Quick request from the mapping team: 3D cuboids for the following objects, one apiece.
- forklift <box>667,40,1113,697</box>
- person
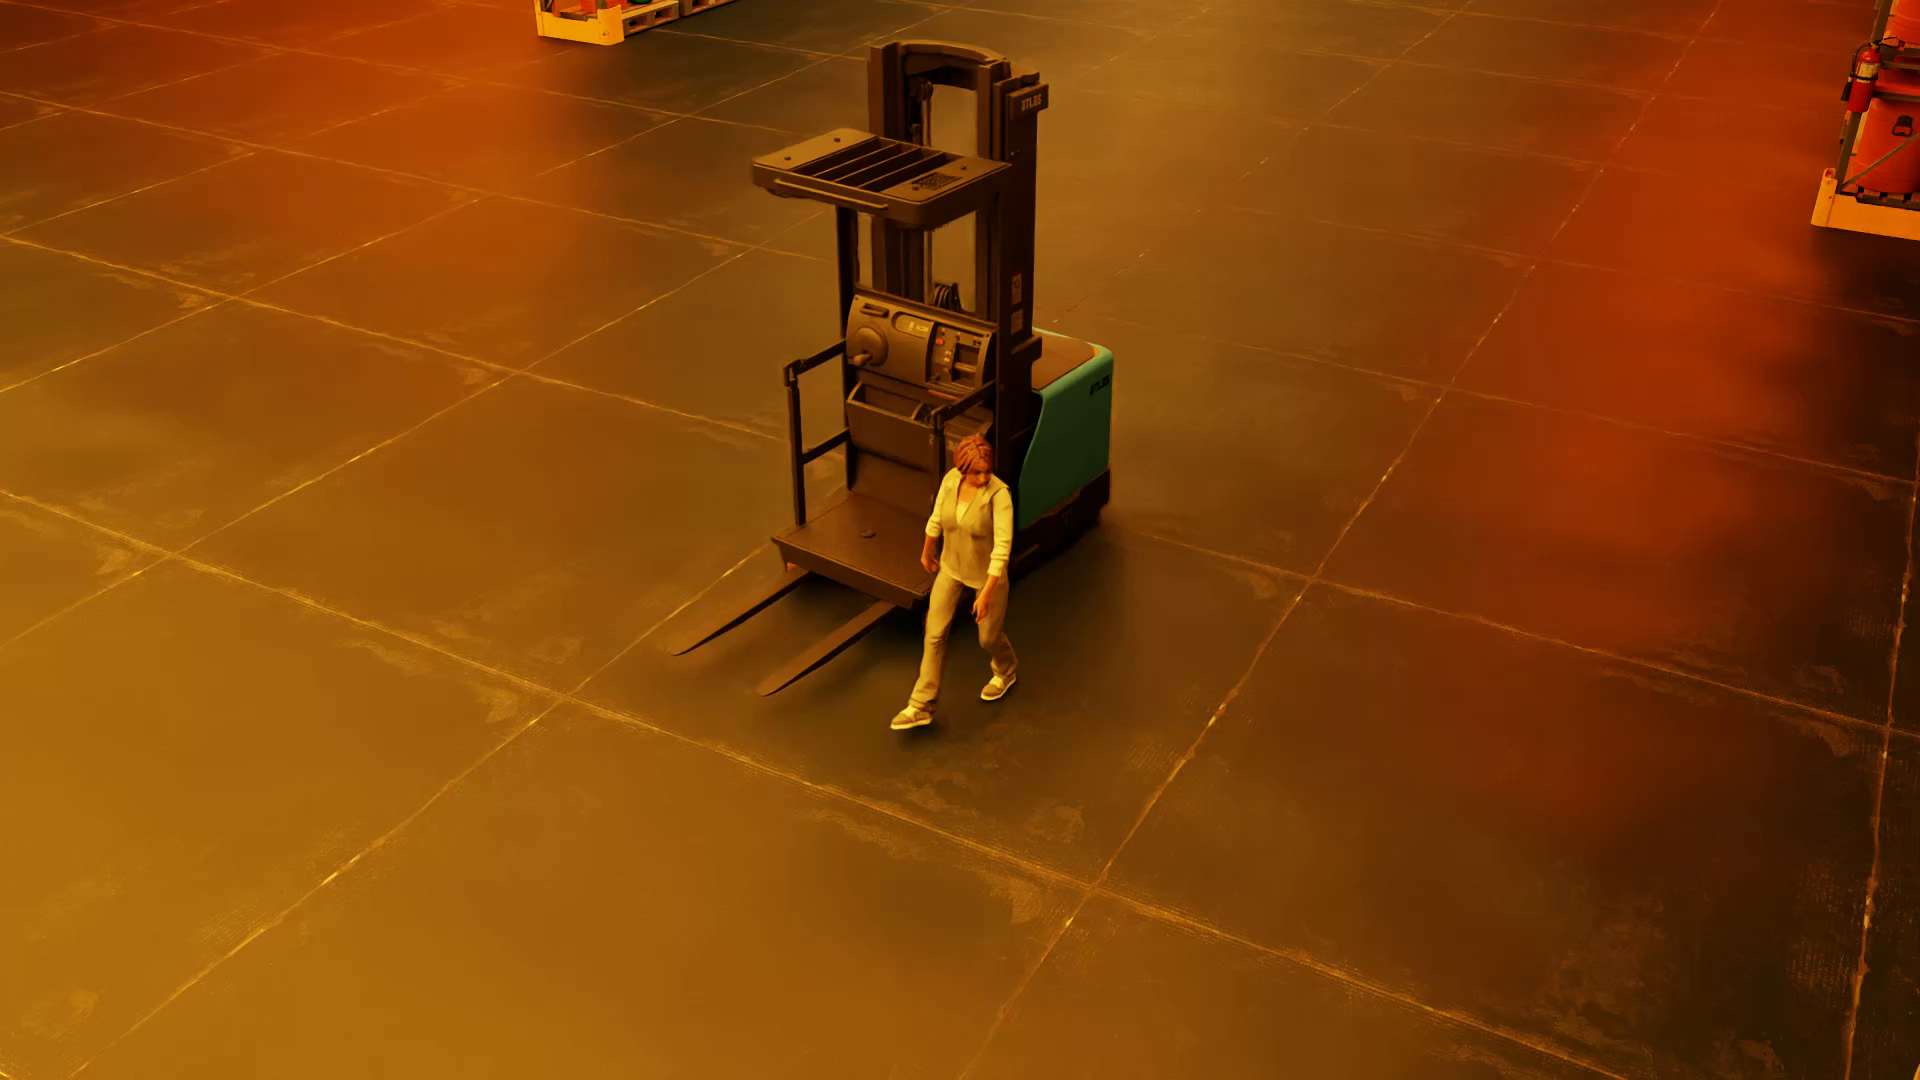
[{"bbox_3d":[-0.351,-1.014,8.828,1.130,2.935,3.031,20,35,31],"label":"forklift"},{"bbox_3d":[-0.017,0.206,8.120,0.576,1.539,0.826,15,33,24],"label":"person"}]
